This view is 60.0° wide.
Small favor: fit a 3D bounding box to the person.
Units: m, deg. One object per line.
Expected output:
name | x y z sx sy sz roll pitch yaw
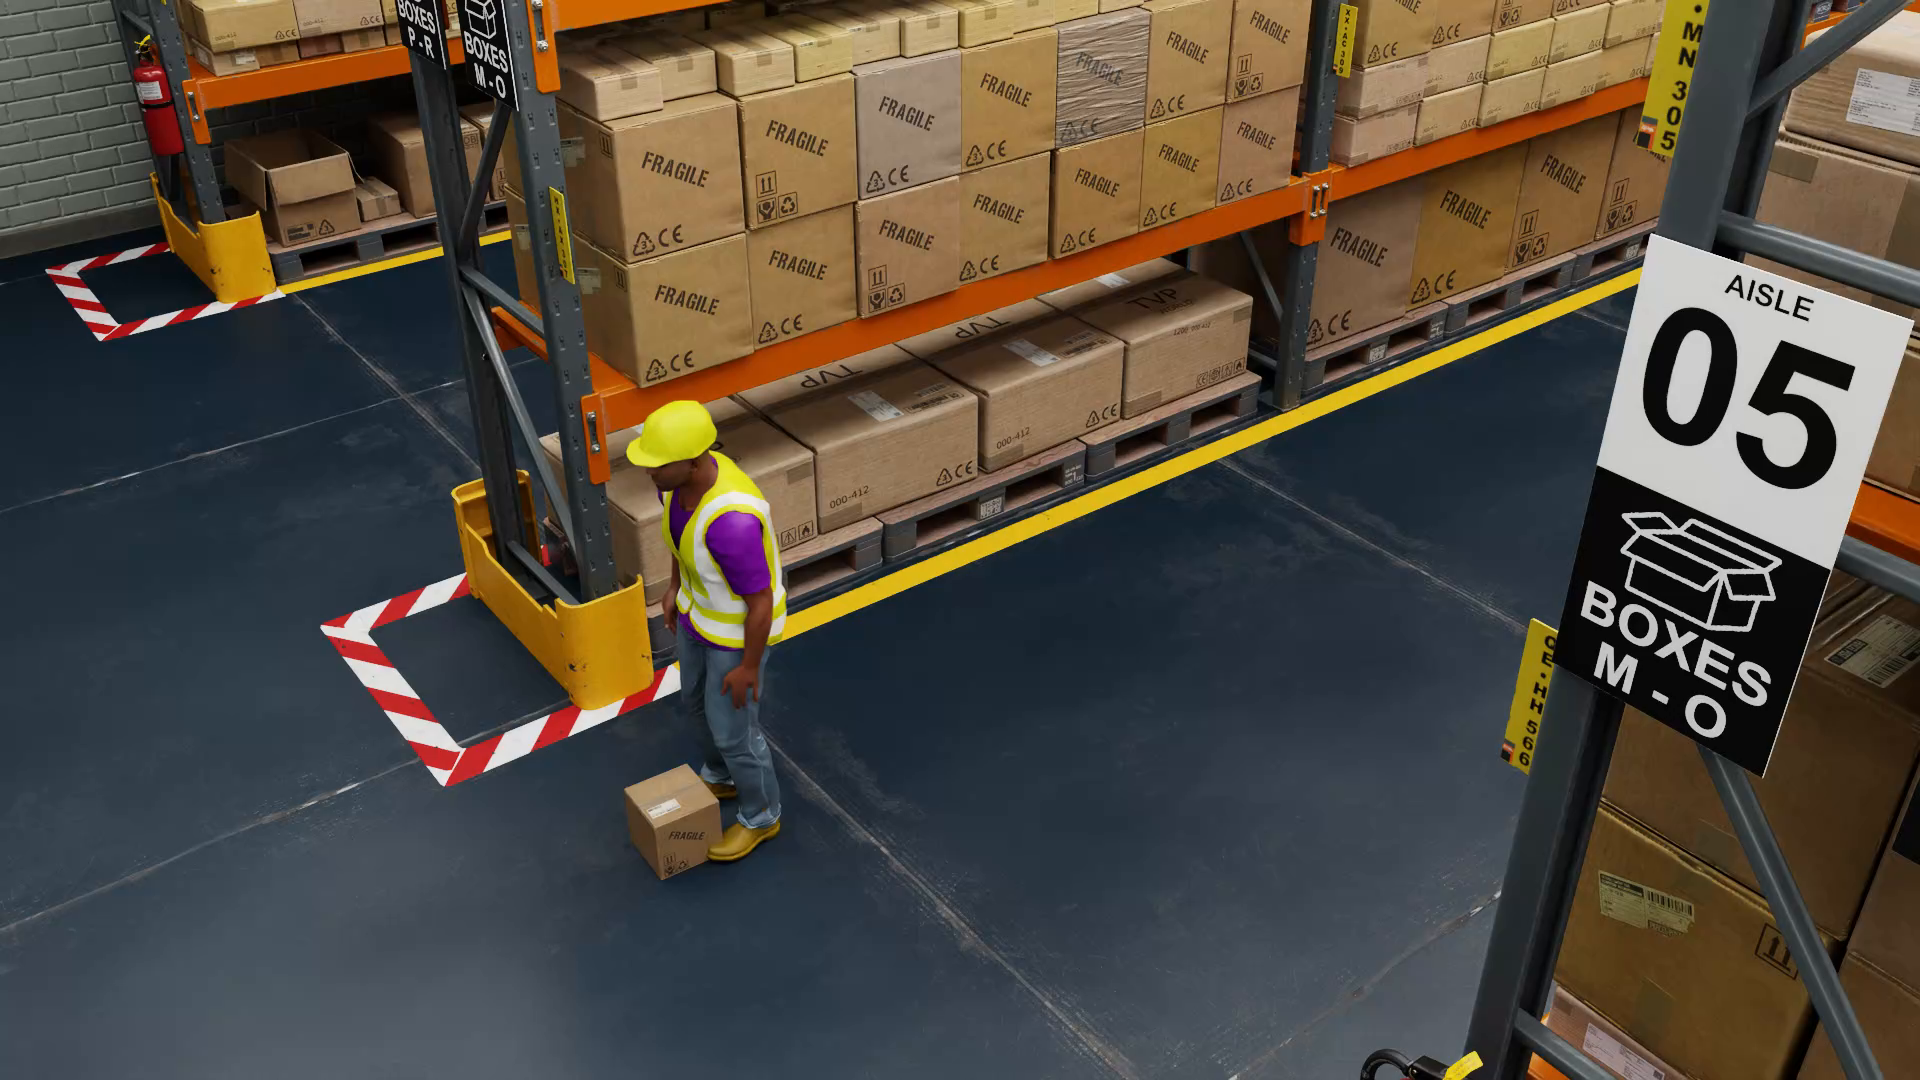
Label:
person | -0.838 0.296 5.645 0.462 1.761 0.628 -19 36 -27
